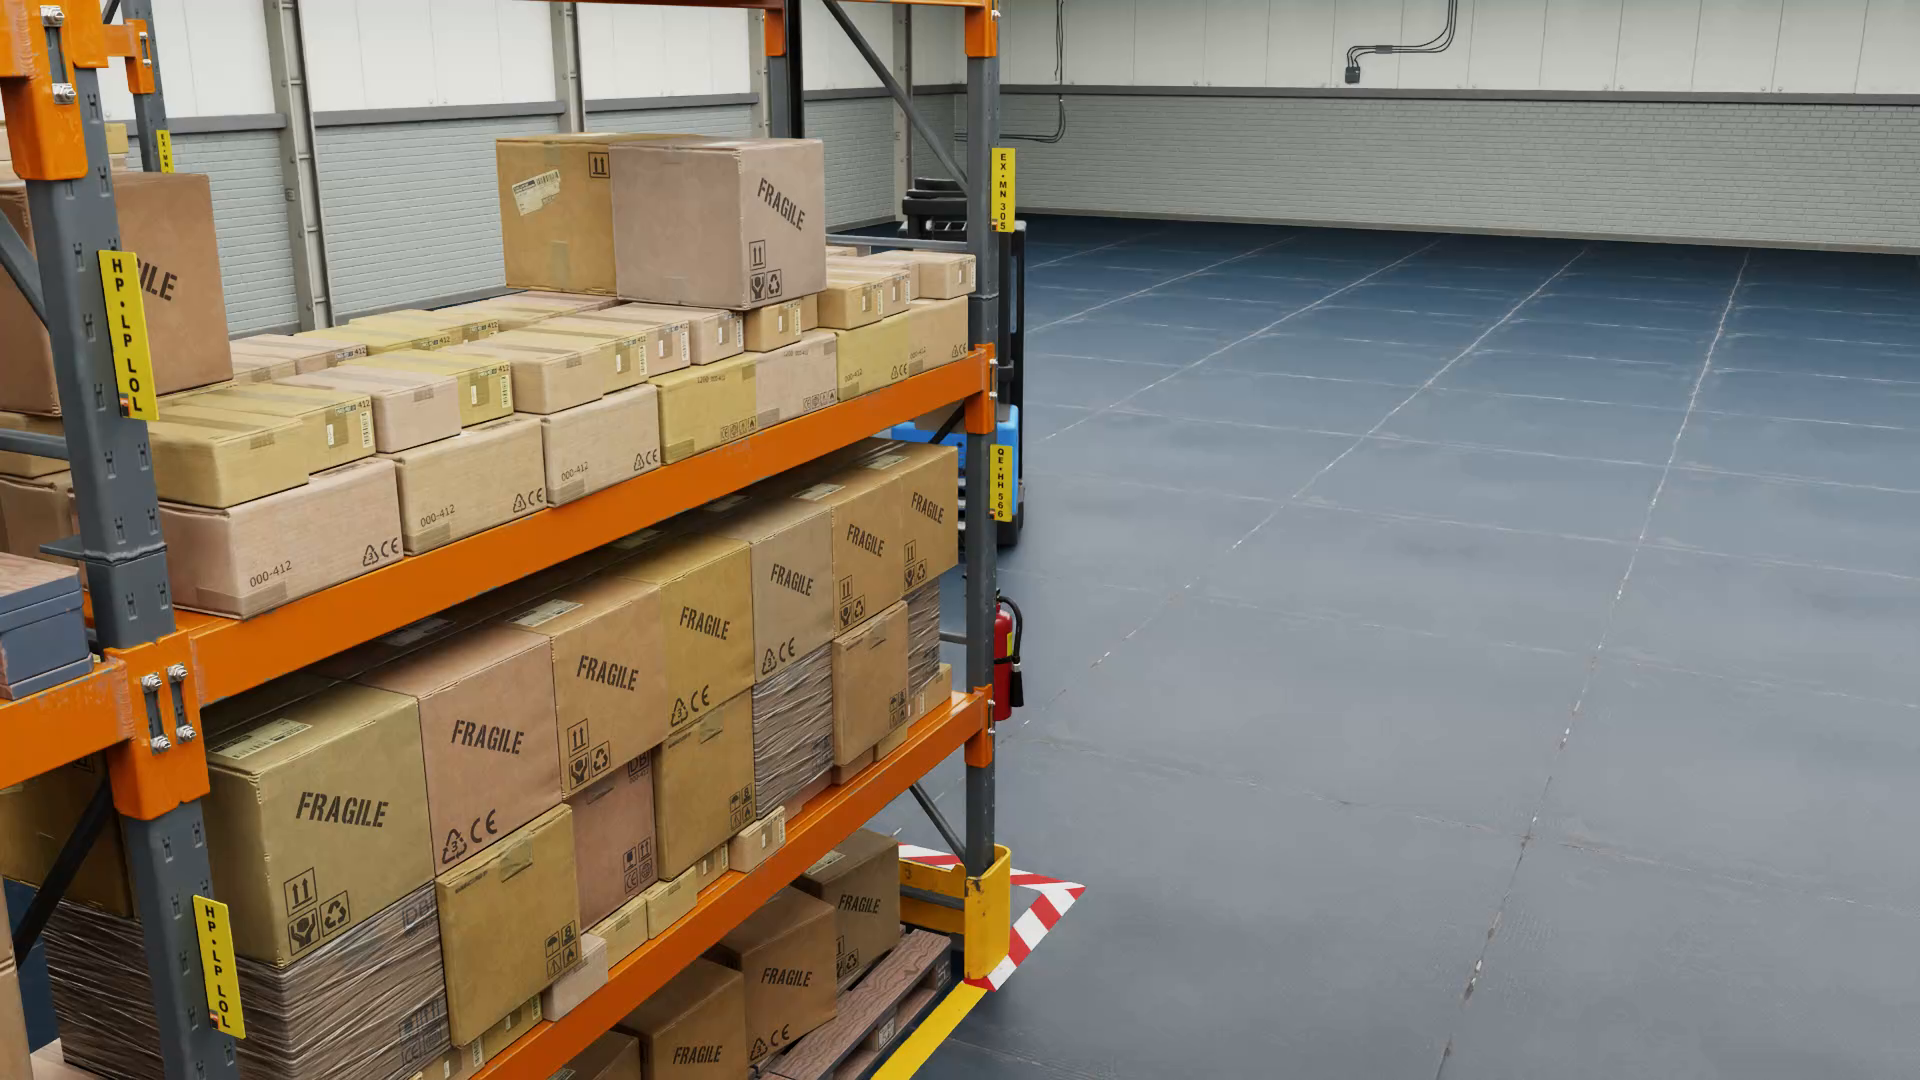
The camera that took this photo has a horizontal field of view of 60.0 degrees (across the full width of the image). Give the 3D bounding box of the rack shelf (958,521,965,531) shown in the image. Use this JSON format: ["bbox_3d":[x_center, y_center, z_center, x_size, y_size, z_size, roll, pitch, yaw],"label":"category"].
[{"bbox_3d":[-0.053,-0.094,13.511,0.258,0.077,0.200,1,17,3],"label":"rack shelf"}]

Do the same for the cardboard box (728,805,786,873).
[{"bbox_3d":[-0.835,1.008,5.805,0.380,0.149,0.250,8,18,25],"label":"cardboard box"}]

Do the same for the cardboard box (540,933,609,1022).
[{"bbox_3d":[-1.276,1.263,4.944,0.380,0.149,0.250,8,18,25],"label":"cardboard box"}]

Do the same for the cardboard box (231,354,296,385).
[{"bbox_3d":[-1.980,-0.396,4.385,0.380,0.149,0.250,7,18,23],"label":"cardboard box"}]

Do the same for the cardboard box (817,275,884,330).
[{"bbox_3d":[-0.497,-0.852,5.919,0.380,0.149,0.250,8,18,26],"label":"cardboard box"}]

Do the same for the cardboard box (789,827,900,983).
[{"bbox_3d":[-0.610,1.547,7.201,0.500,0.500,0.500,12,20,36],"label":"cardboard box"}]

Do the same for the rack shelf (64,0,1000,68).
[{"bbox_3d":[-1.209,-1.627,4.967,1.077,0.370,4.000,8,18,25],"label":"rack shelf"}]

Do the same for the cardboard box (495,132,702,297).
[{"bbox_3d":[-1.221,-1.131,5.721,0.500,0.500,0.500,8,18,25],"label":"cardboard box"}]

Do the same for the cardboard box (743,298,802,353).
[{"bbox_3d":[-0.748,-0.723,5.486,0.380,0.149,0.250,7,18,23],"label":"cardboard box"}]

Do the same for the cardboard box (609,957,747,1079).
[{"bbox_3d":[-1.143,1.861,6.145,0.500,0.500,0.500,10,19,30],"label":"cardboard box"}]

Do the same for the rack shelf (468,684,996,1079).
[{"bbox_3d":[-1.209,1.247,5.820,1.077,0.370,4.000,8,18,25],"label":"rack shelf"}]

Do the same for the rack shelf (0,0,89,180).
[{"bbox_3d":[-2.997,-0.418,1.593,1.077,0.370,4.000,8,18,25],"label":"rack shelf"}]

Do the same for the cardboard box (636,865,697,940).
[{"bbox_3d":[-1.080,1.132,5.386,0.380,0.149,0.250,8,18,25],"label":"cardboard box"}]

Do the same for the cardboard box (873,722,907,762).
[{"bbox_3d":[-0.436,0.746,6.685,0.380,0.149,0.250,8,18,25],"label":"cardboard box"}]

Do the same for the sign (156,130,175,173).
[{"bbox_3d":[-4.229,-2.016,8.858,0.100,0.325,0.005,8,18,25],"label":"sign"}]

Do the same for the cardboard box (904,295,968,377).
[{"bbox_3d":[-0.304,-0.818,6.505,0.500,0.250,0.500,9,19,27],"label":"cardboard box"}]

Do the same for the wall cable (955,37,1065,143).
[{"bbox_3d":[1.164,-11.047,40.865,3.097,2.526,0.112,8,18,25],"label":"wall cable"}]

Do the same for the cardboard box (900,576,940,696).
[{"bbox_3d":[-0.586,0.339,6.917,0.875,0.500,0.500,8,18,25],"label":"cardboard box"}]

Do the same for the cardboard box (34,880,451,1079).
[{"bbox_3d":[-1.847,1.115,4.306,0.875,0.500,0.500,8,18,25],"label":"cardboard box"}]

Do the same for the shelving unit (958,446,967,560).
[{"bbox_3d":[-0.053,-0.299,13.450,0.258,0.900,0.210,1,17,3],"label":"shelving unit"}]

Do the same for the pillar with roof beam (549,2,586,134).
[{"bbox_3d":[-2.847,-8.349,26.328,9.100,9.000,0.400,8,18,25],"label":"pillar with roof beam"}]

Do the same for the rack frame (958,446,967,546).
[{"bbox_3d":[-0.047,-0.328,13.547,0.240,0.900,0.006,1,17,3],"label":"rack frame"}]

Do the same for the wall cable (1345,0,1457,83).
[{"bbox_3d":[9.650,-12.954,35.859,2.305,6.003,0.169,8,18,25],"label":"wall cable"}]

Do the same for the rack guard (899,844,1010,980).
[{"bbox_3d":[-0.350,1.611,7.724,1.175,0.500,0.348,8,18,25],"label":"rack guard"}]

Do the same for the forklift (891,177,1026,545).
[{"bbox_3d":[0.025,-1.734,14.715,1.130,2.935,3.031,1,17,3],"label":"forklift"}]

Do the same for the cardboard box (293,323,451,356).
[{"bbox_3d":[-1.699,-0.526,4.822,0.380,0.149,0.250,9,19,27],"label":"cardboard box"}]

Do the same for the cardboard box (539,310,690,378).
[{"bbox_3d":[-1.049,-0.596,5.057,0.380,0.149,0.250,9,19,27],"label":"cardboard box"}]

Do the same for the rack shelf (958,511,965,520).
[{"bbox_3d":[-0.053,-0.181,13.485,0.258,0.077,0.200,1,17,3],"label":"rack shelf"}]

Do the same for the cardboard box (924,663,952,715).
[{"bbox_3d":[-0.258,0.612,7.136,0.380,0.149,0.250,8,18,25],"label":"cardboard box"}]

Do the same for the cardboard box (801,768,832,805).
[{"bbox_3d":[-0.711,0.866,6.281,0.380,0.149,0.250,8,18,25],"label":"cardboard box"}]

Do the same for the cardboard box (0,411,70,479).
[{"bbox_3d":[-2.216,-0.265,3.943,0.380,0.149,0.250,9,19,27],"label":"cardboard box"}]

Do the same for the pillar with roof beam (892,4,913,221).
[{"bbox_3d":[2.516,-11.405,36.619,9.100,9.000,0.400,8,18,25],"label":"pillar with roof beam"}]

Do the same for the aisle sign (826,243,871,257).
[{"bbox_3d":[-0.556,-0.907,7.245,0.394,0.787,0.004,8,18,25],"label":"aisle sign"}]

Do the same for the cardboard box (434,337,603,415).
[{"bbox_3d":[-1.216,-0.456,4.588,0.380,0.149,0.250,8,18,24],"label":"cardboard box"}]

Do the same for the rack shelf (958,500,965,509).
[{"bbox_3d":[-0.053,-0.267,13.459,0.258,0.077,0.200,1,17,3],"label":"rack shelf"}]

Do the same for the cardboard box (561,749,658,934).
[{"bbox_3d":[-1.458,0.851,5.191,0.875,0.500,0.500,8,18,25],"label":"cardboard box"}]

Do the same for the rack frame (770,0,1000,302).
[{"bbox_3d":[-0.316,-2.483,6.579,1.000,3.000,0.127,8,18,25],"label":"rack frame"}]

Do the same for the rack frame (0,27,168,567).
[{"bbox_3d":[-2.103,-1.464,3.149,1.000,3.000,0.127,8,18,25],"label":"rack frame"}]

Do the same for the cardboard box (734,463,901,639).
[{"bbox_3d":[-0.559,0.023,6.225,0.500,0.500,0.500,8,18,25],"label":"cardboard box"}]

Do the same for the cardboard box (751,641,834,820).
[{"bbox_3d":[-0.964,0.604,6.026,0.875,0.500,0.500,8,18,25],"label":"cardboard box"}]

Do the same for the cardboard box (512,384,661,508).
[{"bbox_3d":[-1.209,-0.297,4.751,0.500,0.250,0.500,7,18,23],"label":"cardboard box"}]

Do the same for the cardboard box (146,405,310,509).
[{"bbox_3d":[-1.682,-0.189,3.687,0.380,0.149,0.250,8,18,24],"label":"cardboard box"}]

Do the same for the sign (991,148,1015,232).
[{"bbox_3d":[0.172,-1.394,6.625,0.100,0.325,0.005,8,18,25],"label":"sign"}]

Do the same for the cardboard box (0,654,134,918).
[{"bbox_3d":[-2.148,0.592,4.308,0.500,0.500,0.500,8,18,25],"label":"cardboard box"}]

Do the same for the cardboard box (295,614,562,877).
[{"bbox_3d":[-1.452,0.532,4.510,0.500,0.500,0.500,8,18,25],"label":"cardboard box"}]

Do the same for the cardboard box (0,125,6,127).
[{"bbox_3d":[-4.668,-2.020,8.418,0.380,0.149,0.250,8,18,26],"label":"cardboard box"}]

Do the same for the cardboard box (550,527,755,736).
[{"bbox_3d":[-1.015,0.276,5.372,0.500,0.500,0.500,8,18,25],"label":"cardboard box"}]

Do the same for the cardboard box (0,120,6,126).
[{"bbox_3d":[-5.142,-2.168,8.916,0.380,0.149,0.250,8,18,26],"label":"cardboard box"}]

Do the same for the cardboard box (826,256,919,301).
[{"bbox_3d":[-0.382,-1.002,6.426,0.380,0.149,0.250,7,18,24],"label":"cardboard box"}]

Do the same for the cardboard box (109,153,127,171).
[{"bbox_3d":[-4.676,-1.861,8.583,0.500,0.250,0.500,8,18,26],"label":"cardboard box"}]

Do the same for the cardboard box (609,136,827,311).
[{"bbox_3d":[-0.782,-1.048,5.441,0.500,0.500,0.500,8,18,25],"label":"cardboard box"}]

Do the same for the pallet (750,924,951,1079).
[{"bbox_3d":[-0.744,1.951,7.083,1.003,0.211,1.213,8,18,25],"label":"pallet"}]

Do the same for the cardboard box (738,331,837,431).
[{"bbox_3d":[-0.761,-0.561,5.640,0.500,0.250,0.500,9,19,27],"label":"cardboard box"}]

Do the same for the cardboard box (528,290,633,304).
[{"bbox_3d":[-1.257,-0.796,5.733,0.380,0.149,0.250,7,18,23],"label":"cardboard box"}]

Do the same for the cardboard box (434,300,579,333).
[{"bbox_3d":[-1.433,-0.659,5.269,0.380,0.149,0.250,7,18,23],"label":"cardboard box"}]

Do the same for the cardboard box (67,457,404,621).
[{"bbox_3d":[-1.673,-0.036,3.873,0.500,0.250,0.500,7,18,23],"label":"cardboard box"}]

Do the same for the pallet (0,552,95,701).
[{"bbox_3d":[-2.474,0.208,3.119,1.213,0.211,1.003,8,18,25],"label":"pallet"}]

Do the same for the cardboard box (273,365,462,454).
[{"bbox_3d":[-1.483,-0.332,4.169,0.380,0.149,0.250,8,18,26],"label":"cardboard box"}]

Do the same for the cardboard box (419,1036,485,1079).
[{"bbox_3d":[-1.528,1.387,4.529,0.380,0.149,0.250,8,18,25],"label":"cardboard box"}]
